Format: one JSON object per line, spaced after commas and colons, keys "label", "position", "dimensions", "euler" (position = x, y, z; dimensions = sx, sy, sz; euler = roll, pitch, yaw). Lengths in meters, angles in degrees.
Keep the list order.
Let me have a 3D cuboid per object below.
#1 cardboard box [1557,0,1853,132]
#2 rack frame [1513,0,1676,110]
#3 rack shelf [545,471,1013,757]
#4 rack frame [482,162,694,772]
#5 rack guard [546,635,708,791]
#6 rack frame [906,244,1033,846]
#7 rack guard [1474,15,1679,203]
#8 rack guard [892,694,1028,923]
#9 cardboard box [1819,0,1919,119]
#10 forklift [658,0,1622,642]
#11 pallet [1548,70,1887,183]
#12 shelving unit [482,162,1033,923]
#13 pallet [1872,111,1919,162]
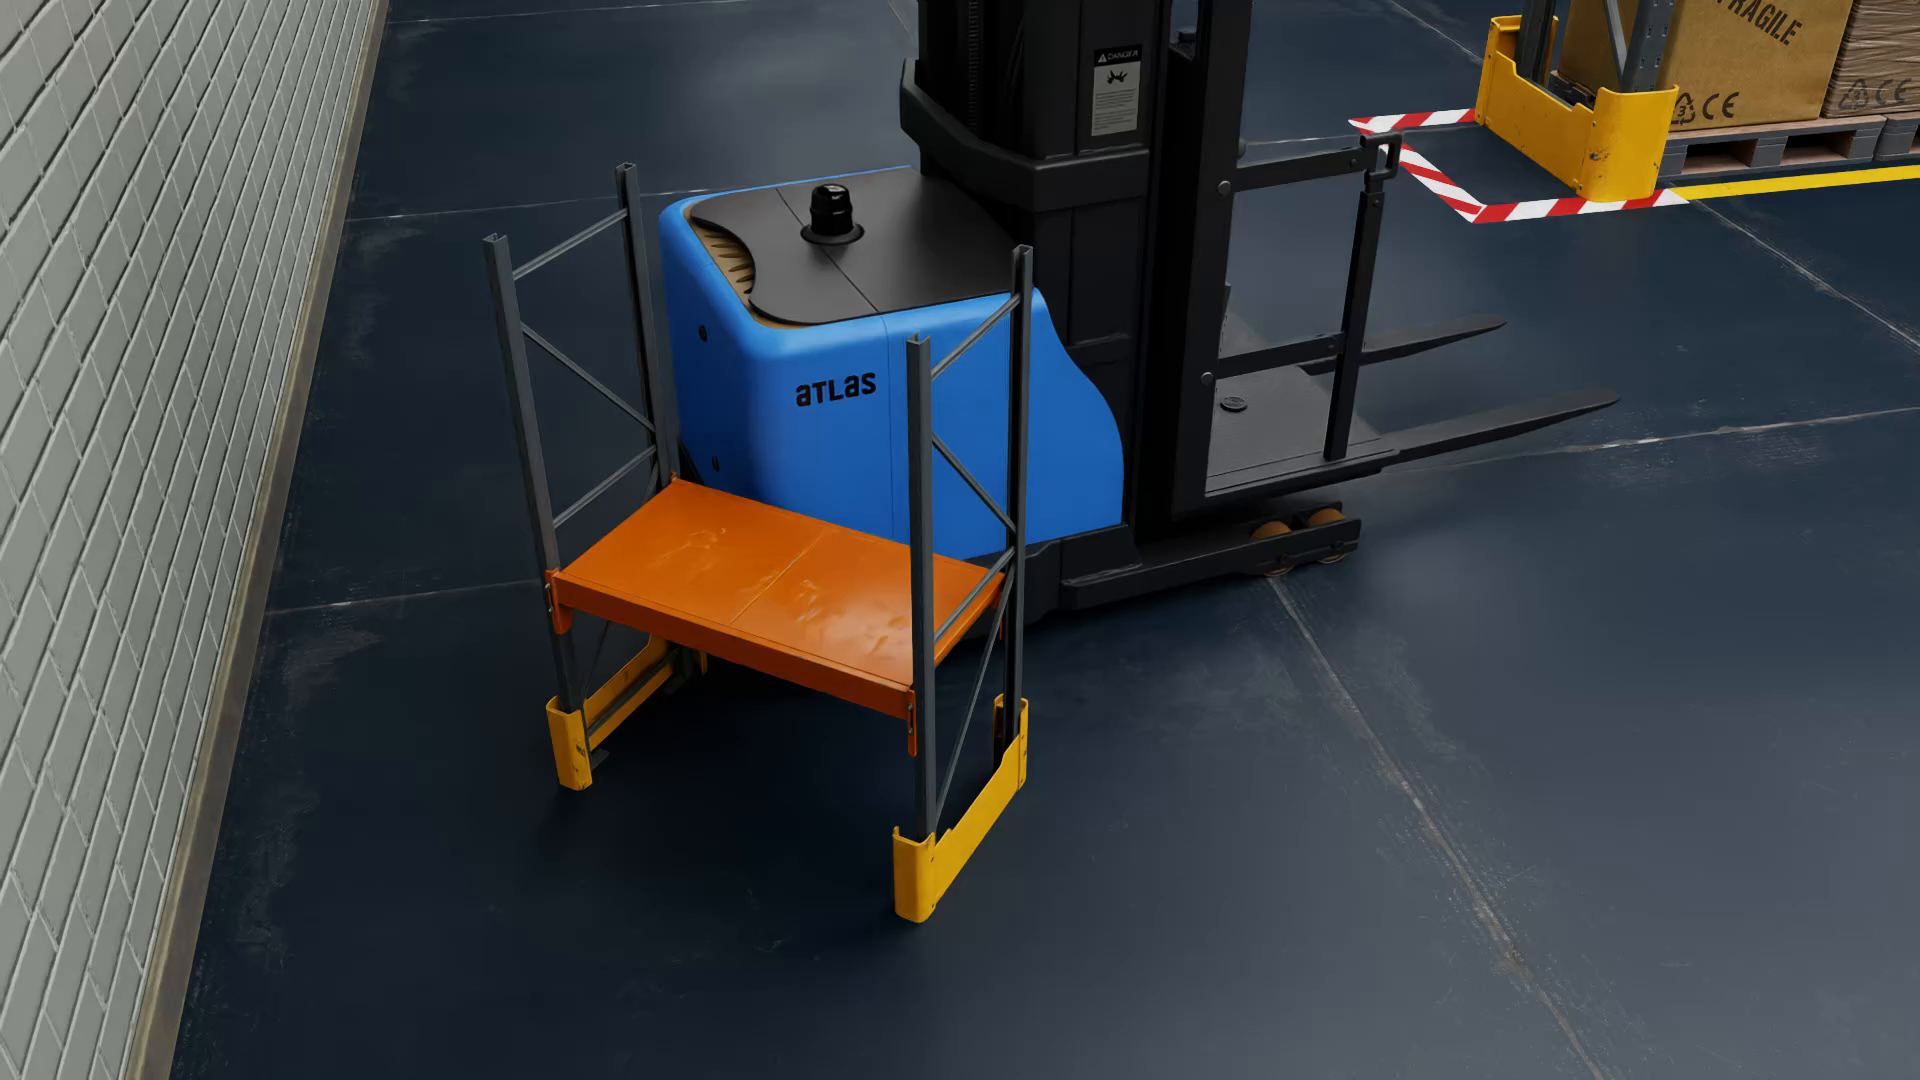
{"label": "cardboard box", "position": [3.516, -2.520, 7.843], "dimensions": [0.875, 0.875, 0.875], "euler": [-7, 35, -11]}
{"label": "rack frame", "position": [2.909, -3.105, 7.185], "dimensions": [0.127, 3.000, 1.000], "euler": [-7, 35, -11]}
{"label": "rack shelf", "position": [-0.426, 0.150, 4.003], "dimensions": [1.000, 0.185, 0.538], "euler": [16, 37, 22]}
{"label": "rack frame", "position": [-0.878, -0.128, 4.095], "dimensions": [0.032, 1.500, 0.500], "euler": [16, 37, 22]}
{"label": "rack guard", "position": [-0.877, 0.391, 4.443], "dimensions": [0.087, 0.250, 0.587], "euler": [16, 37, 22]}
{"label": "rack frame", "position": [0.026, 0.131, 3.710], "dimensions": [0.032, 1.500, 0.500], "euler": [16, 37, 22]}
{"label": "rack guard", "position": [2.886, -2.064, 7.878], "dimensions": [0.348, 0.500, 1.175], "euler": [-7, 35, -11]}
{"label": "rack guard", "position": [0.009, 0.645, 4.065], "dimensions": [0.087, 0.250, 0.587], "euler": [16, 37, 22]}
{"label": "cardboard box", "position": [4.404, -2.631, 8.009], "dimensions": [0.875, 0.875, 0.875], "euler": [-7, 35, -11]}
{"label": "forklift", "position": [0.688, -1.364, 4.652], "dimensions": [3.031, 2.935, 1.130], "euler": [-13, 36, -18]}
{"label": "pallet", "position": [3.672, -2.088, 8.172], "dimensions": [1.213, 0.211, 1.003], "euler": [-7, 35, -11]}
{"label": "shelving unit", "position": [-0.434, -0.001, 3.906], "dimensions": [1.083, 1.500, 0.587], "euler": [16, 37, 22]}
{"label": "pallet", "position": [4.860, -2.236, 8.393], "dimensions": [1.213, 0.211, 1.003], "euler": [-7, 35, -11]}
